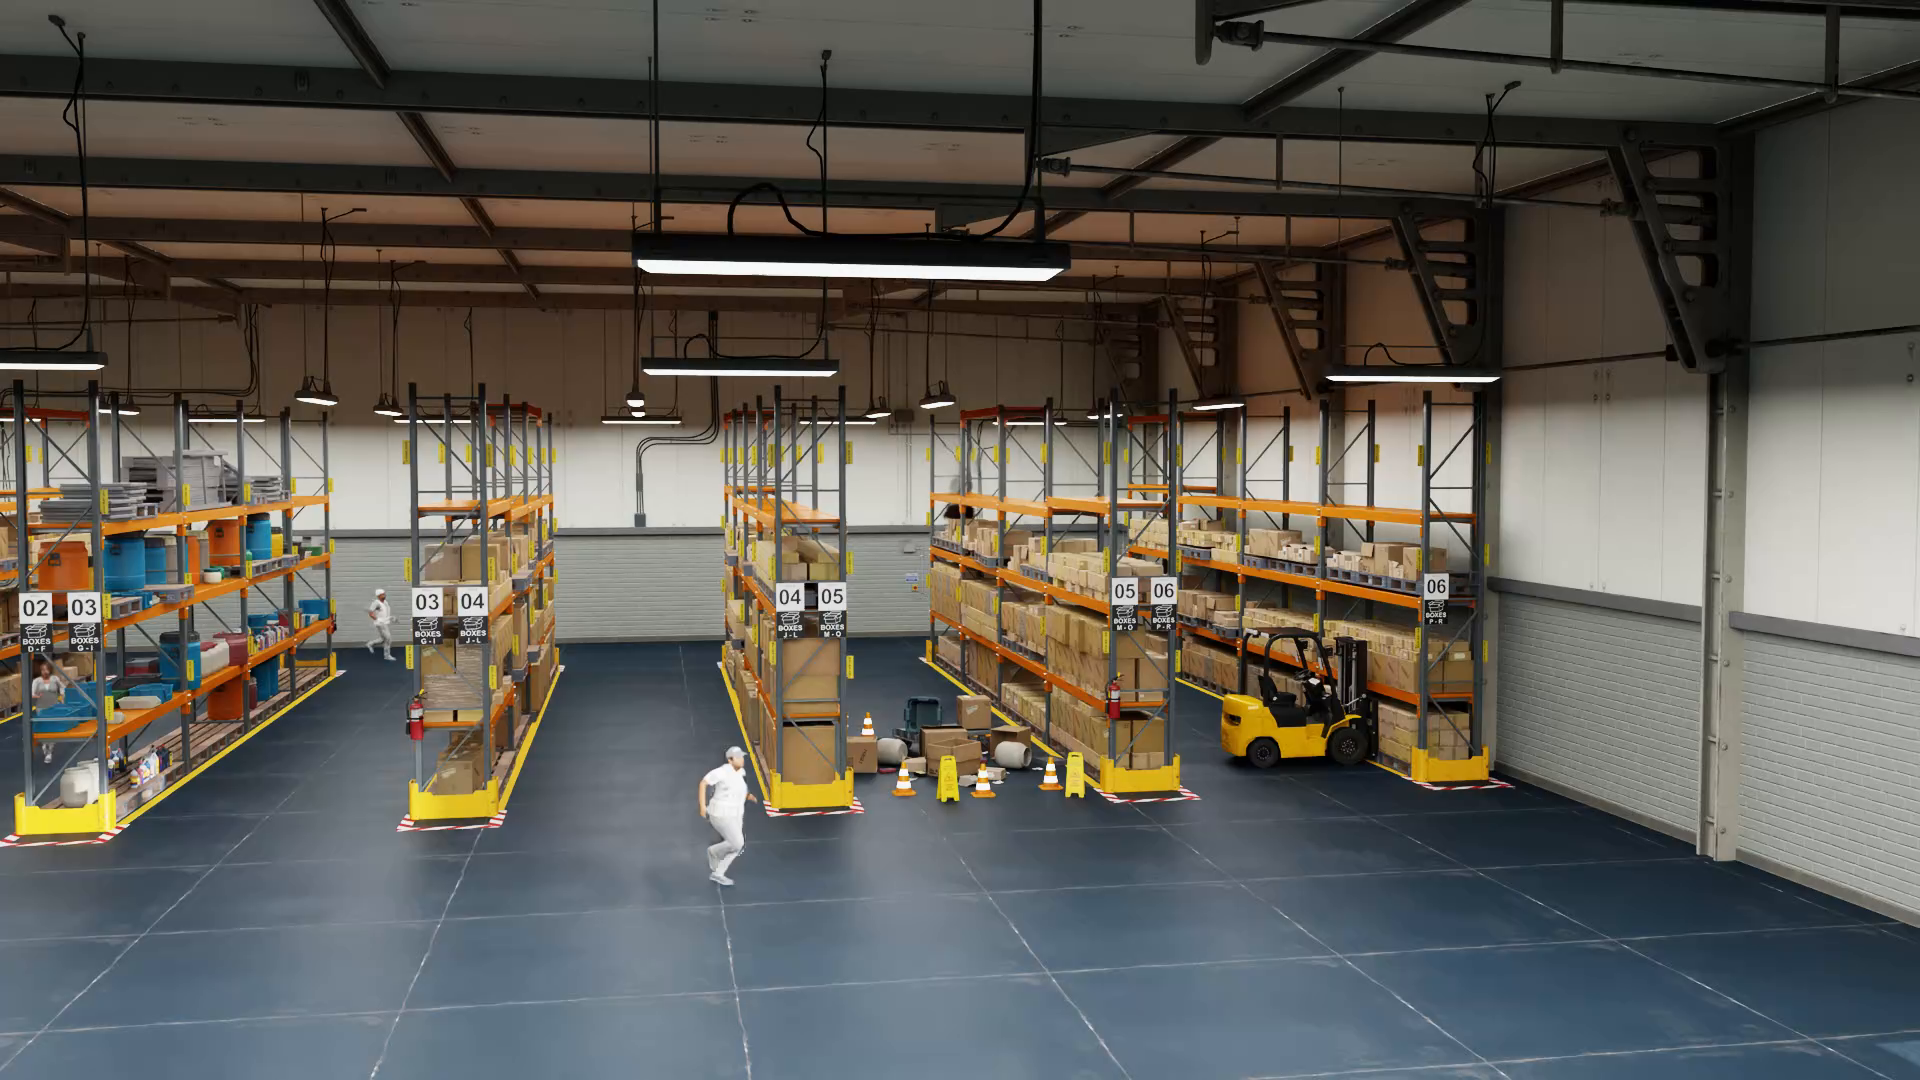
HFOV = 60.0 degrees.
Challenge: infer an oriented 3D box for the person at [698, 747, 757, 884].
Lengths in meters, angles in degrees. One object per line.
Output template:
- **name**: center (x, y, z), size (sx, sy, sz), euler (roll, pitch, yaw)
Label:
- **person**: center (-2.660, 3.219, 19.383), size (0.607, 1.618, 0.645), euler (2, 3, 30)

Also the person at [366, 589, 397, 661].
- **person**: center (-14.205, 2.075, 40.726), size (0.778, 1.759, 0.681), euler (0, 3, 3)

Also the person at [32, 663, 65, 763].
- **person**: center (-14.958, 2.796, 27.238), size (0.534, 1.593, 0.890), euler (-1, 3, -26)
